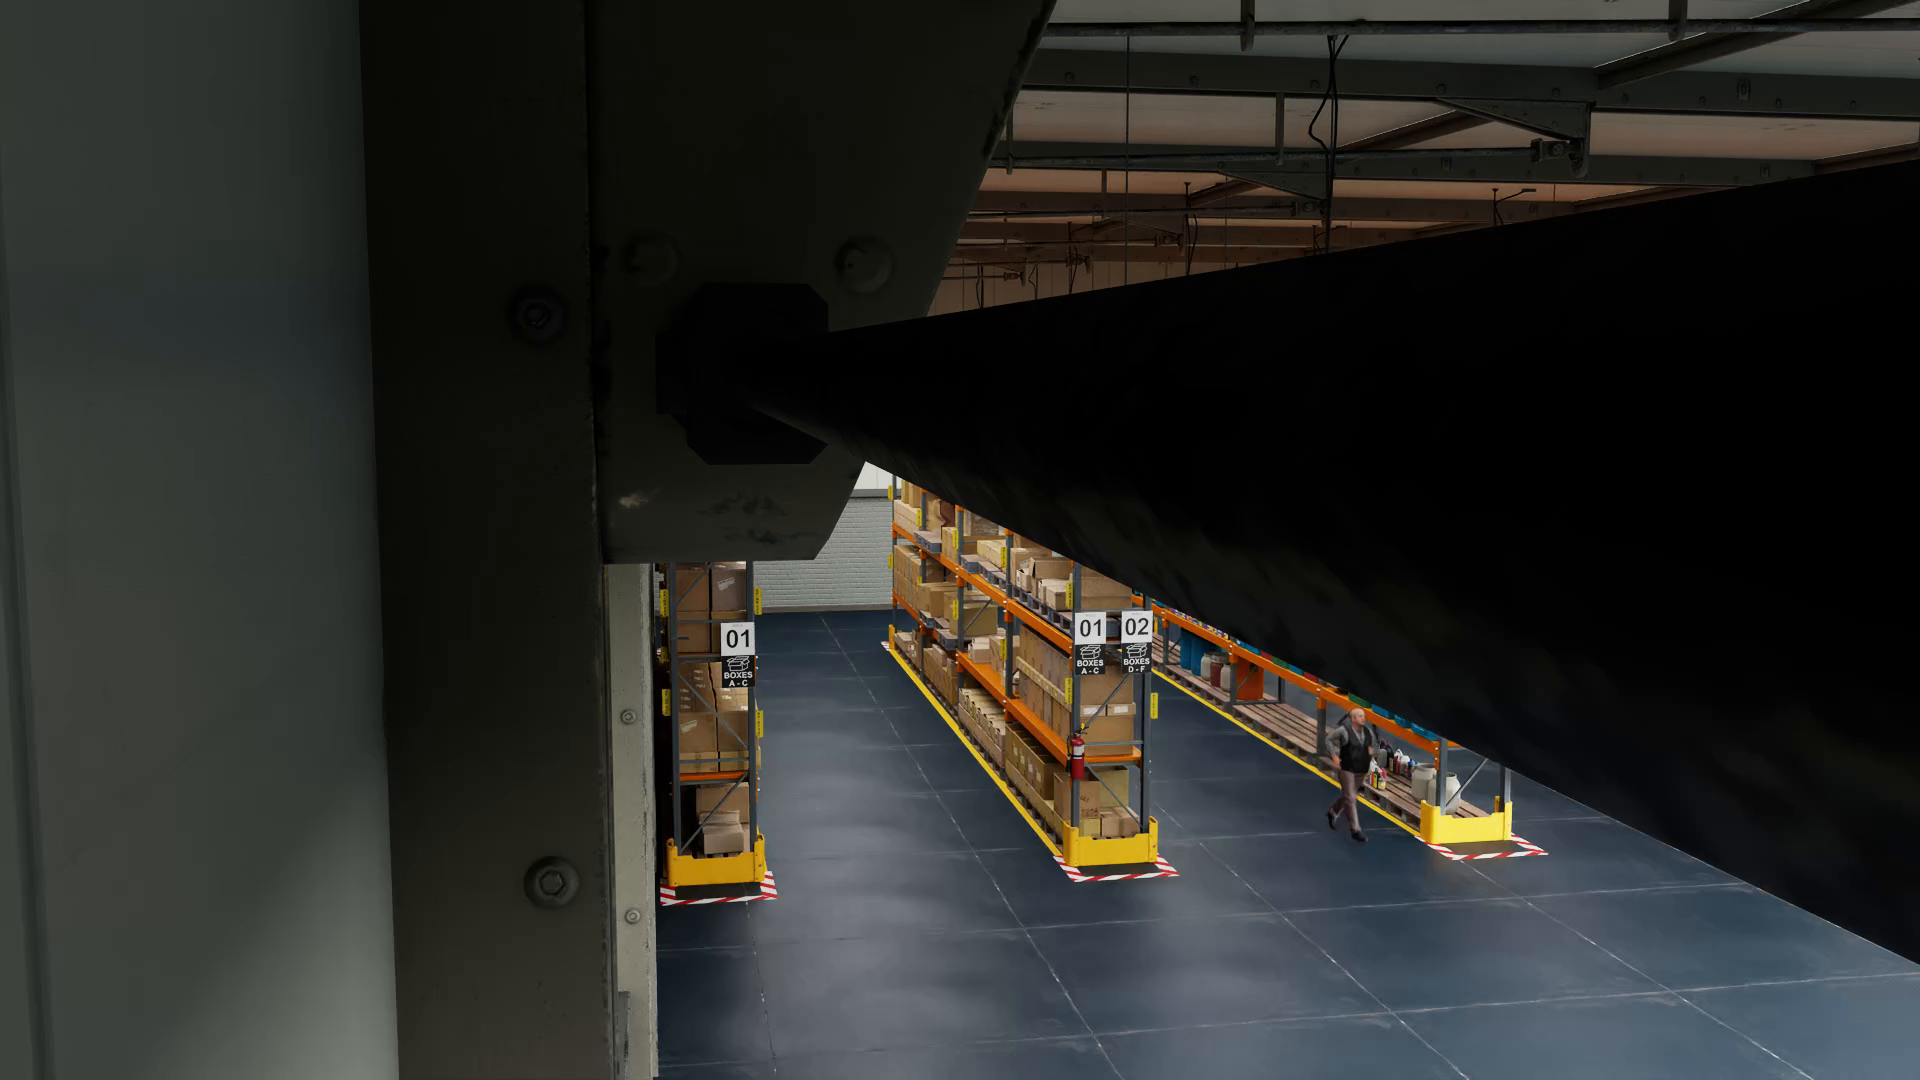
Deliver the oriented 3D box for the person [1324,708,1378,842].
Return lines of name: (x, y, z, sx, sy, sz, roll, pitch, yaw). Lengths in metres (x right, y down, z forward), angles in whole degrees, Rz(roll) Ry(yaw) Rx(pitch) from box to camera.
person: (5.221, 3.068, 21.927, 0.667, 1.712, 1.062, -3, 7, -24)
